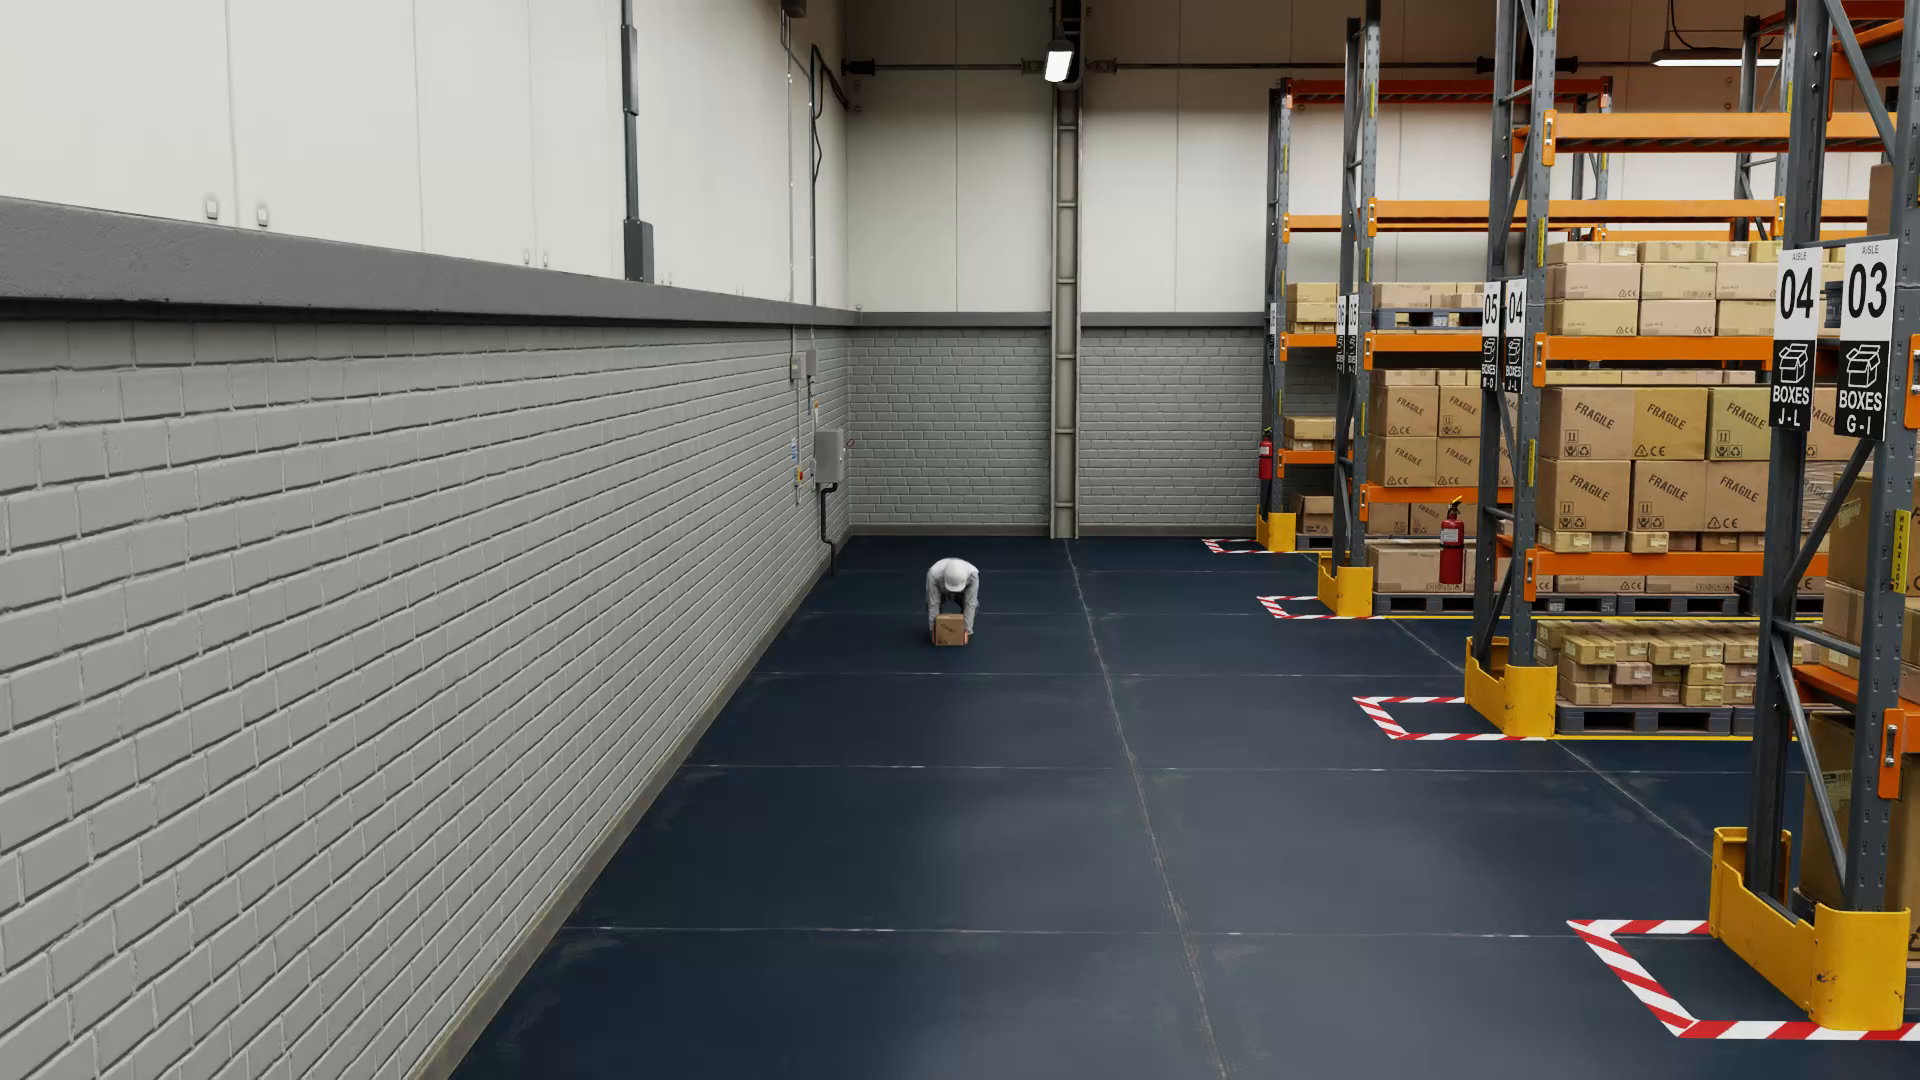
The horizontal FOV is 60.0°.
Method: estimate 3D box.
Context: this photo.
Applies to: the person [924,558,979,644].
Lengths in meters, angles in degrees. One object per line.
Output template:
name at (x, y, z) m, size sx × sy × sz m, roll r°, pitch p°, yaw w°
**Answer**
person at (-0.076, 0.558, 15.477) m, size 0.511 × 0.849 × 0.967 m, roll 0°, pitch 7°, yaw 0°
